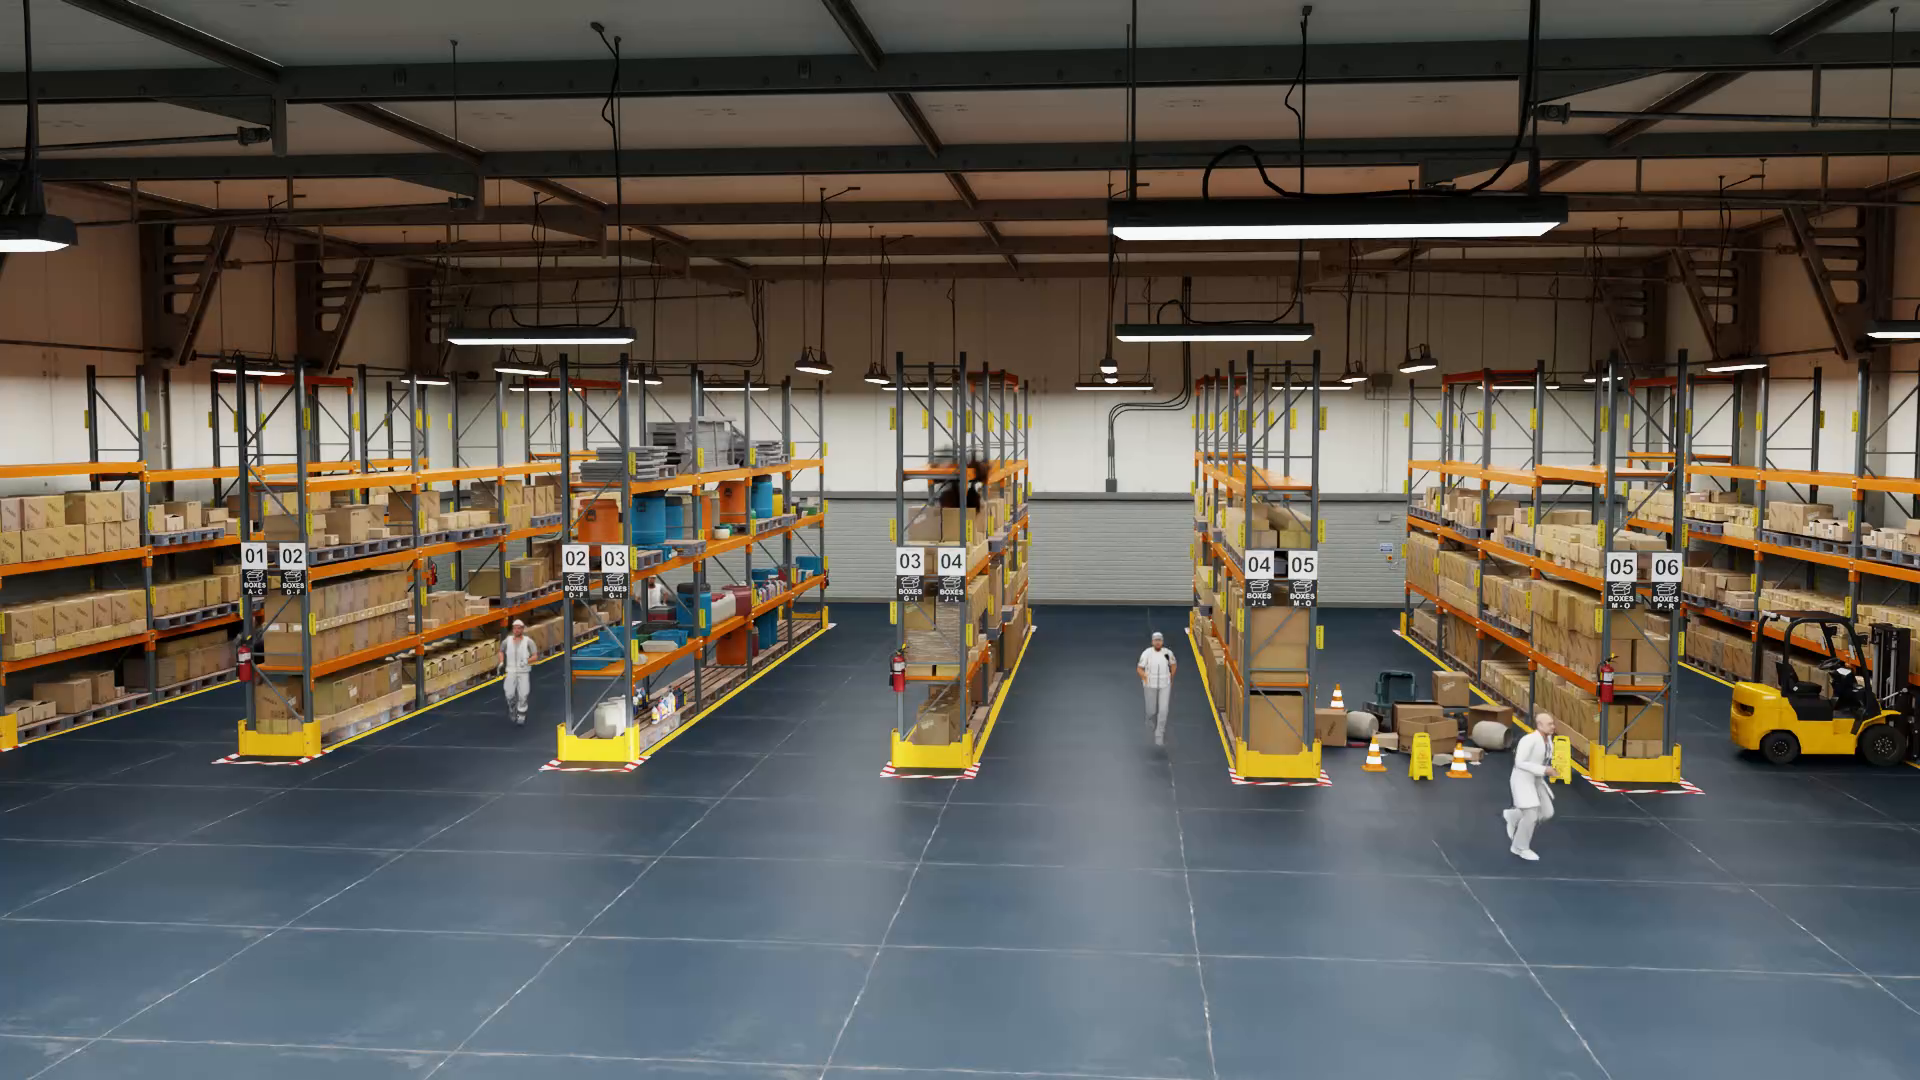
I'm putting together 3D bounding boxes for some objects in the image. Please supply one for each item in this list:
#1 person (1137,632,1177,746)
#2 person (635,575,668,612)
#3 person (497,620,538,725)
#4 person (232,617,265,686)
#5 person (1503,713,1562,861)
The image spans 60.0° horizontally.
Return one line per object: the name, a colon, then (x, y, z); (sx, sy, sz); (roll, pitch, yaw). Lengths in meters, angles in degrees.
person: (2.970, 2.206, 24.998); (0.607, 1.655, 0.769); (0, 4, 2)
person: (-6.624, 1.593, 35.612); (0.658, 1.840, 0.790); (0, 4, -2)
person: (-7.259, 2.182, 27.250); (0.664, 1.738, 0.603); (-1, 4, -8)
person: (-11.849, 2.160, 27.984); (0.662, 1.776, 0.903); (0, 4, 1)
person: (6.542, 2.813, 18.993); (0.687, 1.723, 0.755); (-3, 5, -35)
